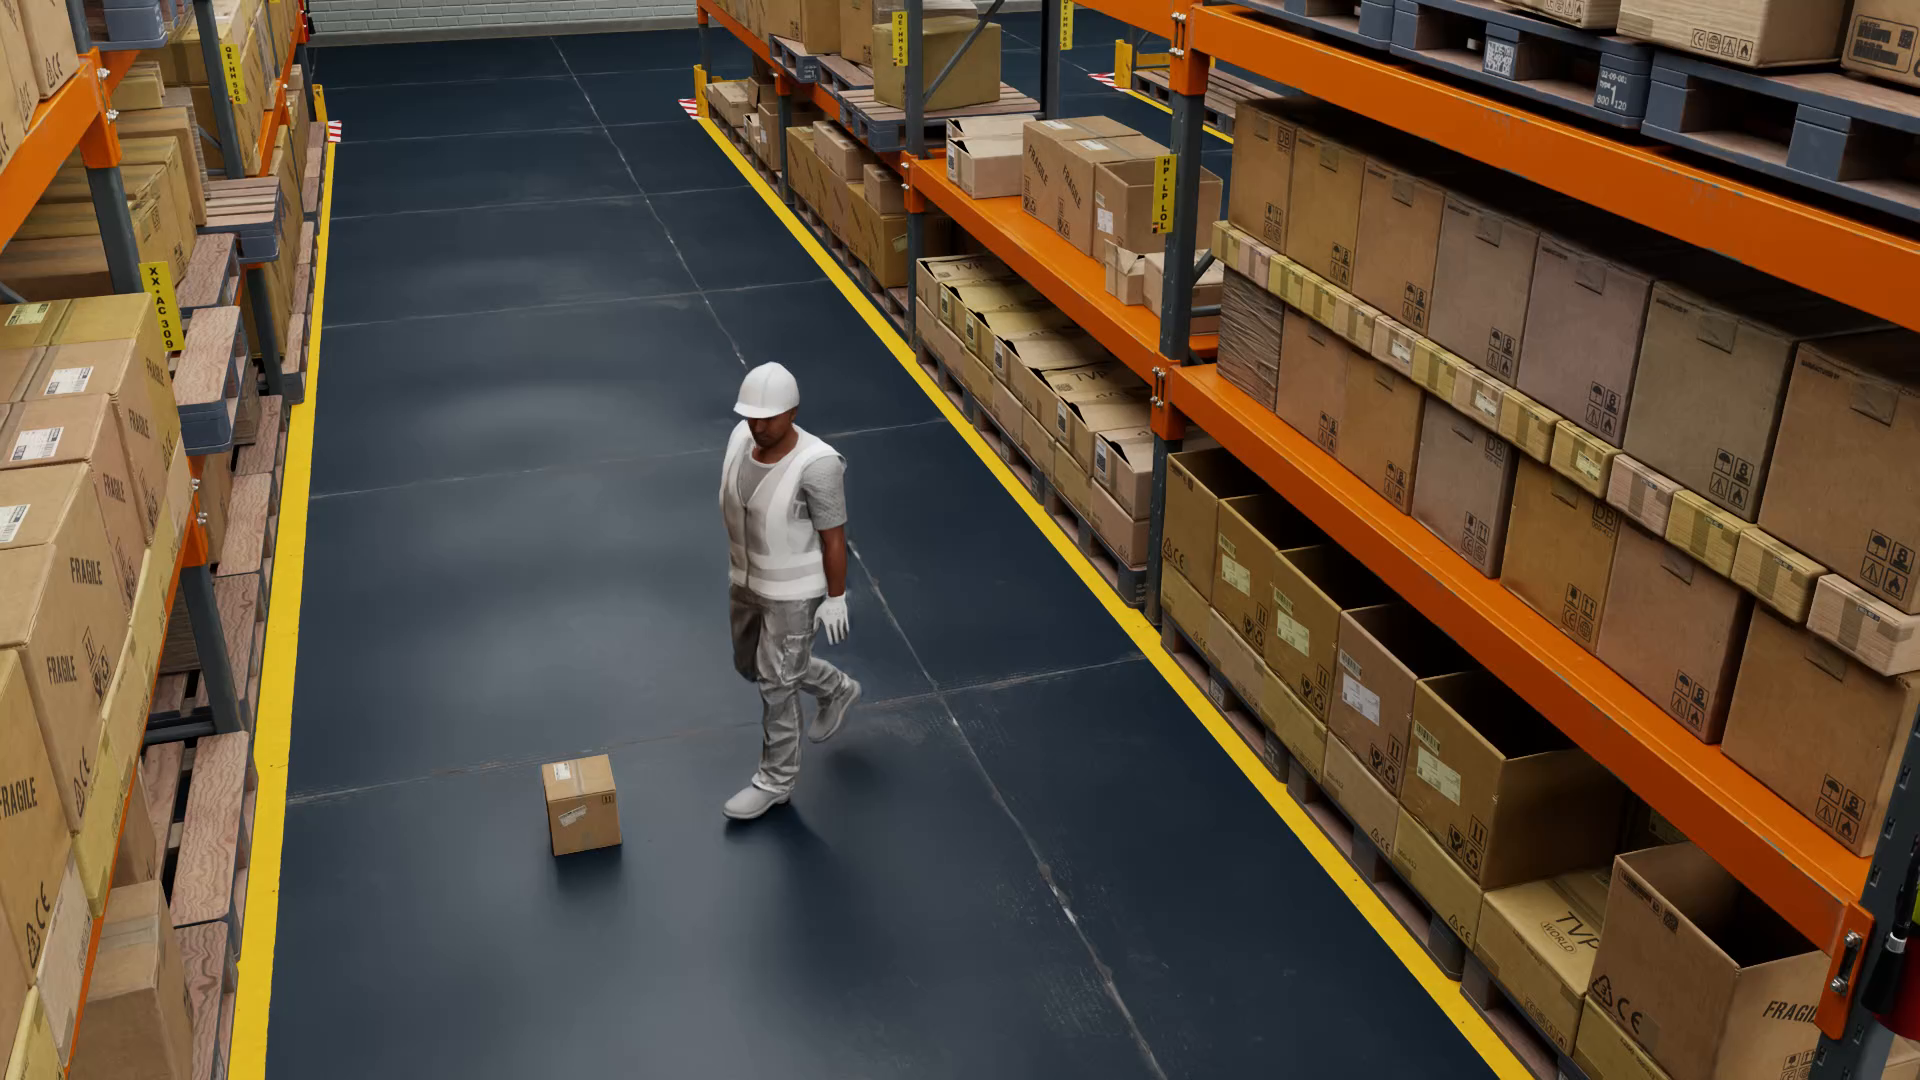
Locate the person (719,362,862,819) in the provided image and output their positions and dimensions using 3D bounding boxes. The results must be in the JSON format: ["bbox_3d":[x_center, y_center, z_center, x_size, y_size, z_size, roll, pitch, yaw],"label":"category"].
[{"bbox_3d":[-0.663,0.153,6.259,0.779,1.775,0.592,-23,34,-39],"label":"person"}]
